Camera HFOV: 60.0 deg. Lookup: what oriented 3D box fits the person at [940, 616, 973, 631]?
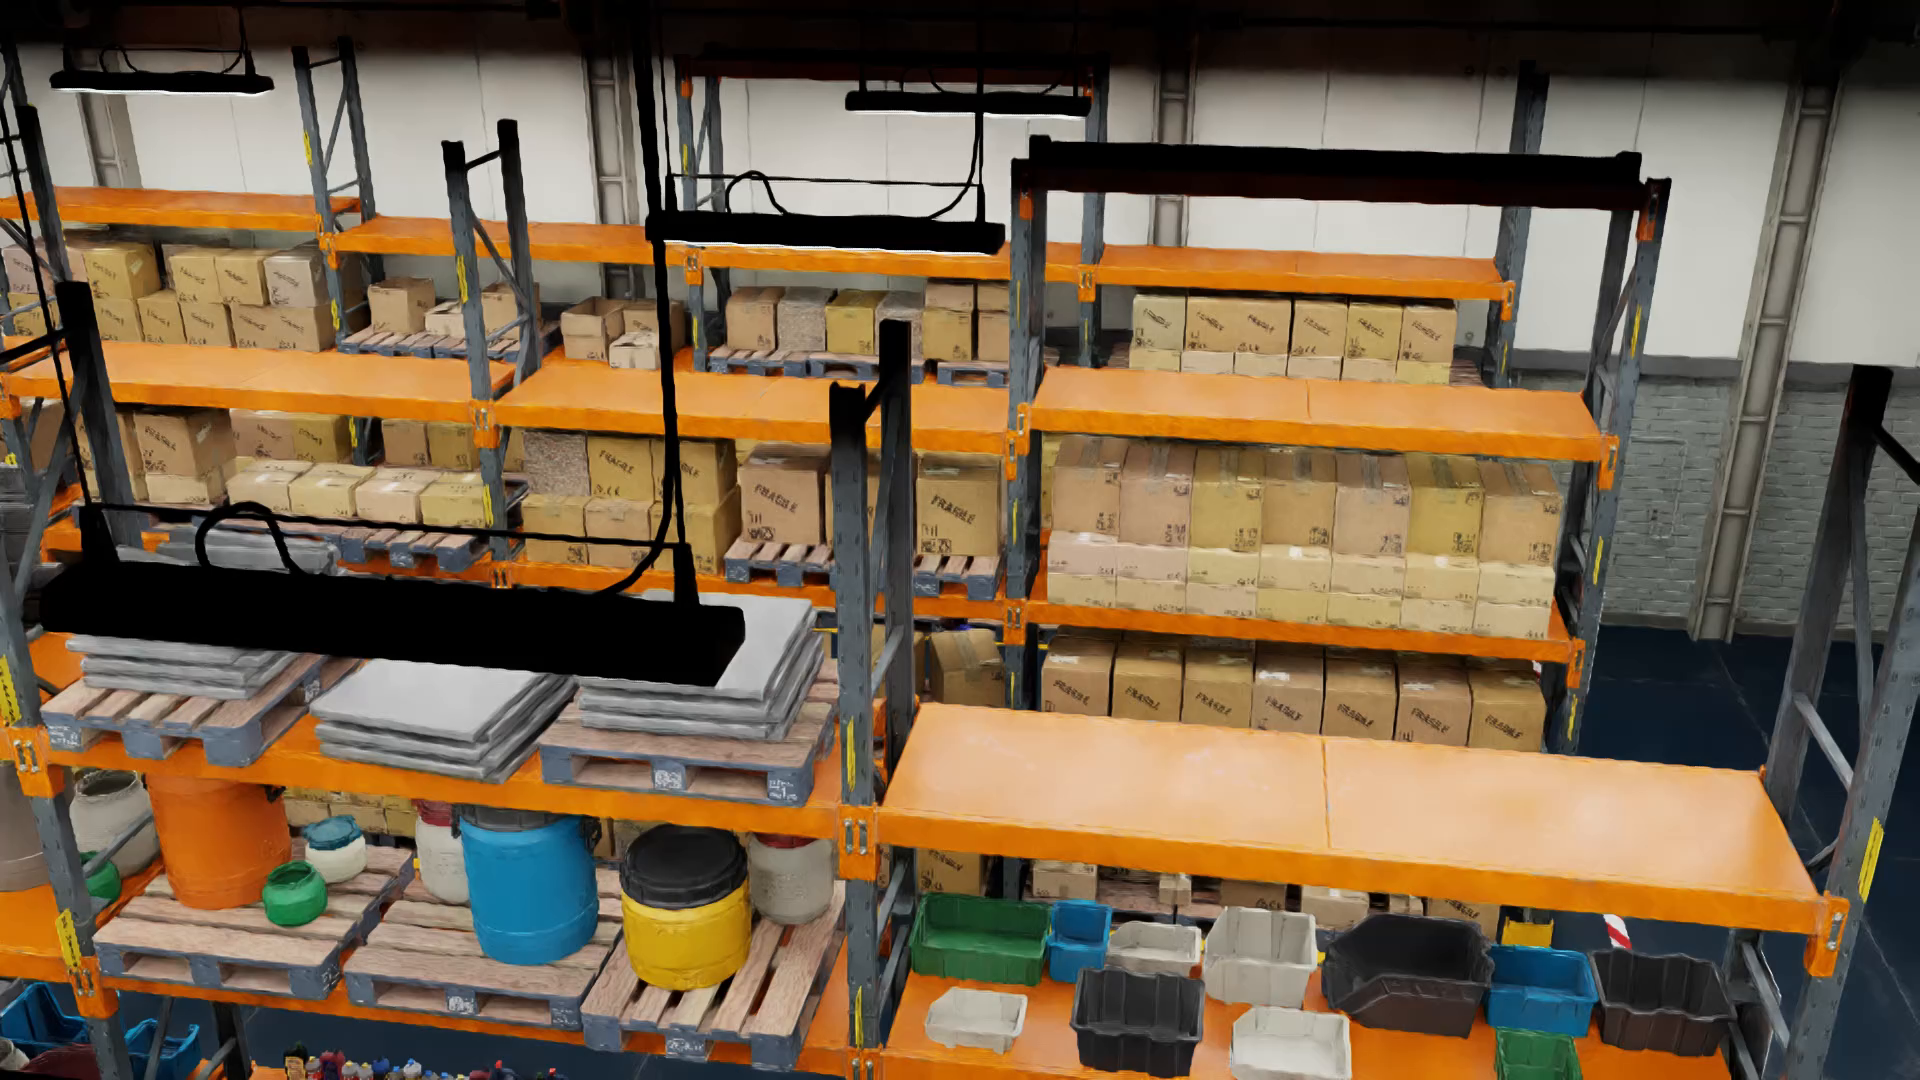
[{"bbox_3d":[0.075,1.321,15.214,0.518,1.604,0.592,3,23,8],"label":"person"}]
